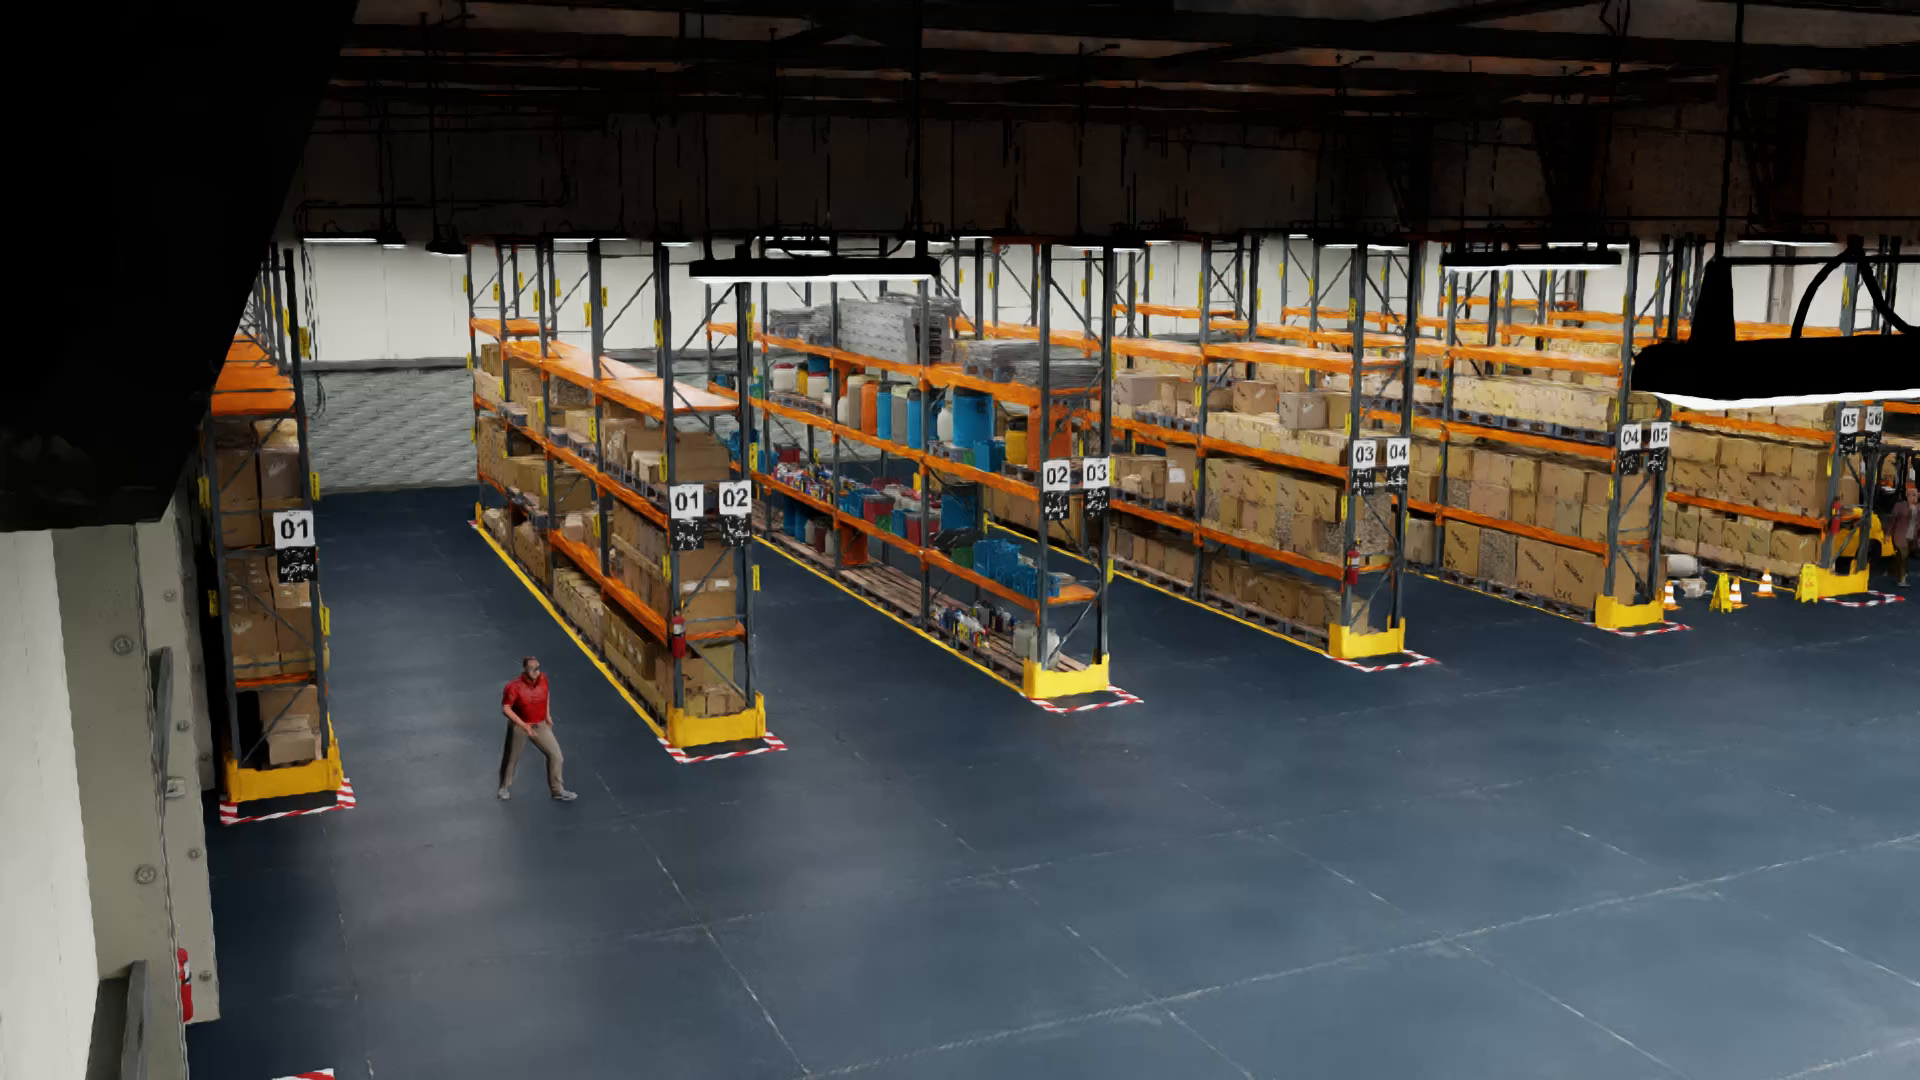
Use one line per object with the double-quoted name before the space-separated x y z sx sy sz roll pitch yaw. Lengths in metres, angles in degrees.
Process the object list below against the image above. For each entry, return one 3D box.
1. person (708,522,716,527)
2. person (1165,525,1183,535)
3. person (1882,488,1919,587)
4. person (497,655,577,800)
"person" -4.746 -0.320 30.227 0.600 1.725 1.111 -5 12 -25
"person" 4.260 -0.729 32.533 0.677 1.674 0.534 -5 12 -25
"person" 16.493 -0.079 29.033 0.635 1.717 1.046 -1 11 -4
"person" -4.717 2.037 18.216 0.700 1.658 0.863 -9 14 -40
